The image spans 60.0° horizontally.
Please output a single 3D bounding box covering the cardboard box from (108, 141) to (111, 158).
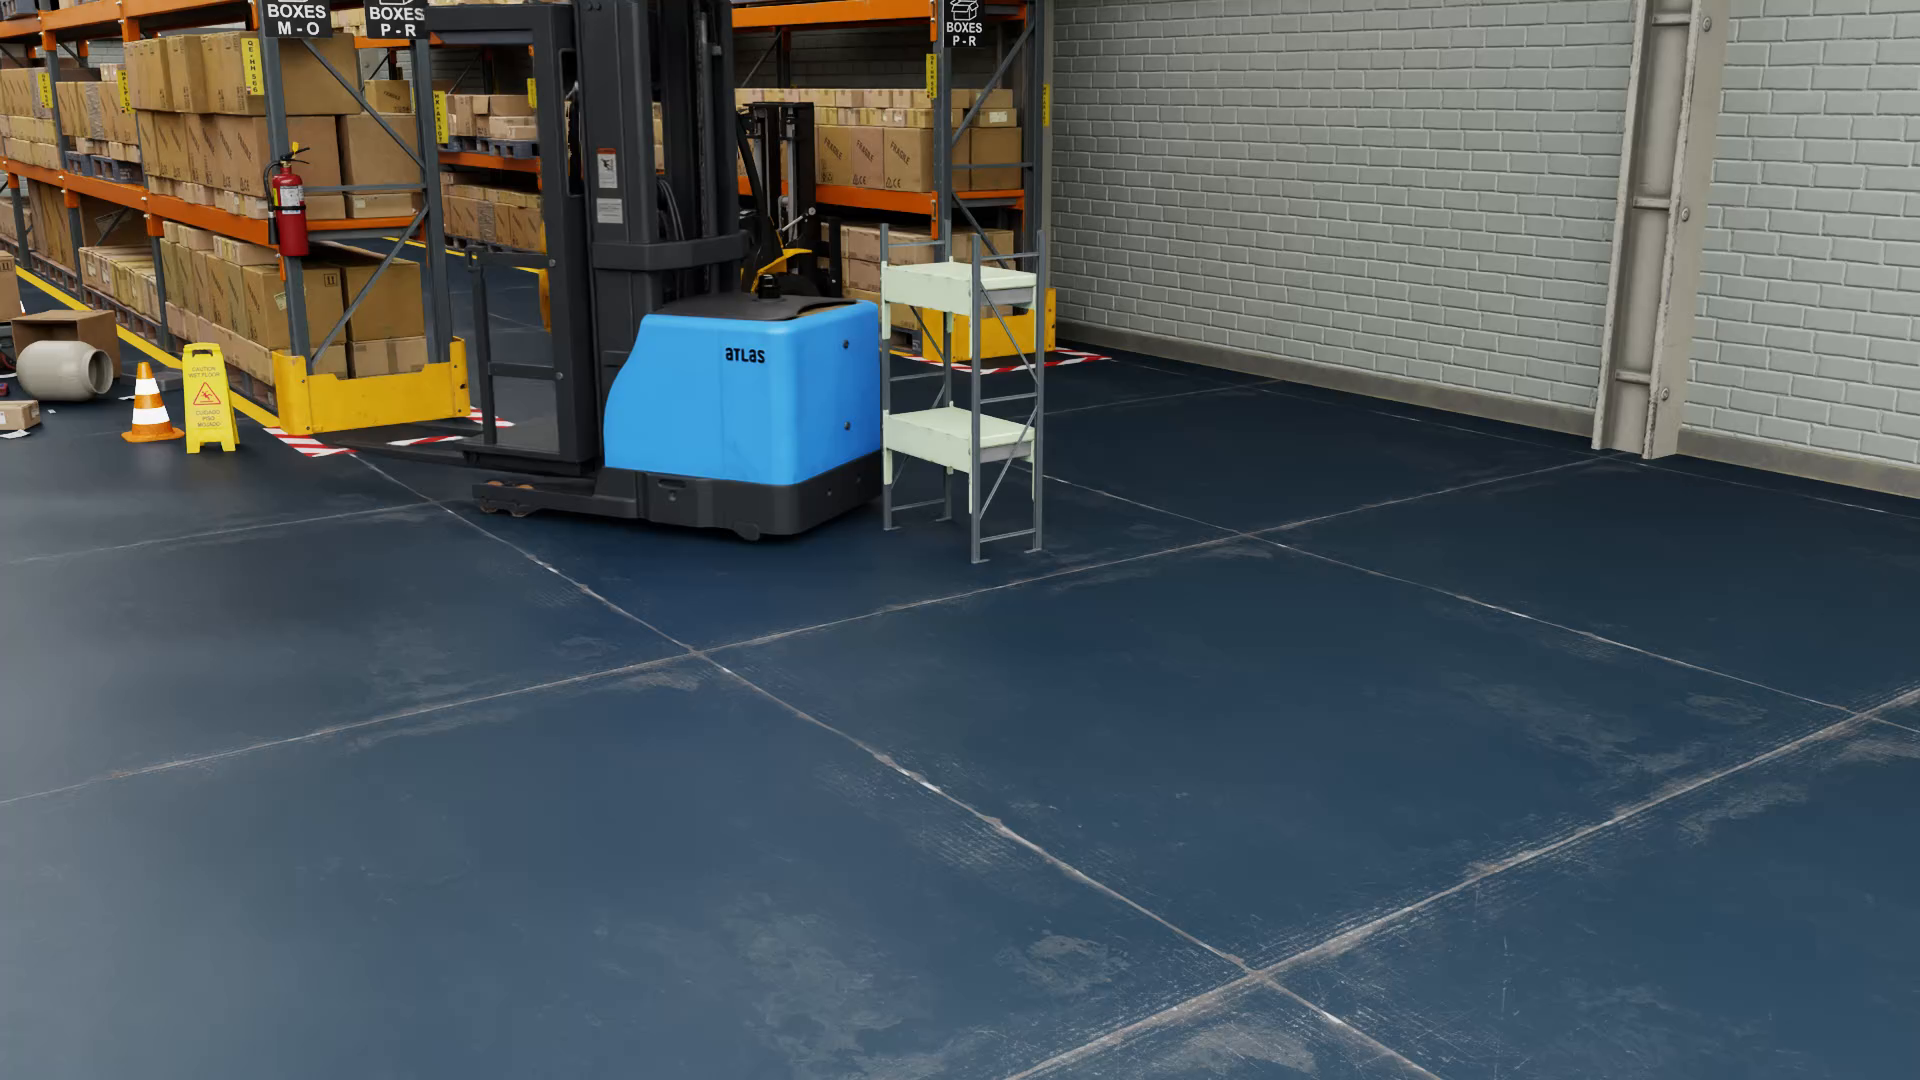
[{"bbox_3d":[-7.247,-3.433,14.616,0.380,0.149,0.250,-11,19,-35],"label":"cardboard box"}]

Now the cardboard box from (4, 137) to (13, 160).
[{"bbox_3d":[-10.792,-4.565,19.357,0.500,0.250,0.500,-11,19,-36],"label":"cardboard box"}]

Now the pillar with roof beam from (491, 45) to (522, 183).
[{"bbox_3d":[-9.986,-8.058,20.470,9.100,9.000,0.400,-11,19,-35],"label":"pillar with roof beam"}]

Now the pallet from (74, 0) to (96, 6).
[{"bbox_3d":[-7.022,-4.790,14.567,1.213,0.211,1.003,-11,19,-35],"label":"pallet"}]

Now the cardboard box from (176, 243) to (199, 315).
[{"bbox_3d":[-5.680,-2.022,12.773,0.500,0.500,0.500,-10,18,-32],"label":"cardboard box"}]

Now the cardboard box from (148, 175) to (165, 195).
[{"bbox_3d":[-6.207,-2.826,13.195,0.380,0.149,0.250,-11,19,-35],"label":"cardboard box"}]

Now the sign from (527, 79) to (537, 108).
[{"bbox_3d":[-4.905,-5.123,19.070,0.100,0.325,0.005,-11,19,-35],"label":"sign"}]

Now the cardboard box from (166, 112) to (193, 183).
[{"bbox_3d":[-5.501,-2.906,12.258,0.500,0.500,0.500,-11,19,-35],"label":"cardboard box"}]

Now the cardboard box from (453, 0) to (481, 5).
[{"bbox_3d":[-6.045,-6.670,20.574,0.380,0.149,0.250,-10,18,-33],"label":"cardboard box"}]

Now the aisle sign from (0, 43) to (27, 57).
[{"bbox_3d":[-12.980,-6.944,22.840,0.394,0.787,0.004,-11,19,-35],"label":"aisle sign"}]

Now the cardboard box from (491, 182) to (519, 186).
[{"bbox_3d":[-6.066,-4.714,22.327,0.380,0.149,0.250,-11,19,-34],"label":"cardboard box"}]

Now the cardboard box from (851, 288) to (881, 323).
[{"bbox_3d":[-0.585,-2.016,14.175,0.500,0.250,0.500,-11,19,-35],"label":"cardboard box"}]

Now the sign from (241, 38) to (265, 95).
[{"bbox_3d":[-4.242,-2.839,9.975,0.100,0.325,0.005,-11,19,-35],"label":"sign"}]

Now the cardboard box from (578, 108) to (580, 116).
[{"bbox_3d":[-4.029,-4.775,18.423,0.380,0.149,0.250,-11,19,-34],"label":"cardboard box"}]

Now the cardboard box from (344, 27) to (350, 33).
[{"bbox_3d":[-8.801,-7.441,24.374,0.380,0.149,0.250,-10,18,-33],"label":"cardboard box"}]

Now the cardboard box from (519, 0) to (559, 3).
[{"bbox_3d":[-4.875,-6.295,19.239,0.380,0.149,0.250,-10,18,-33],"label":"cardboard box"}]

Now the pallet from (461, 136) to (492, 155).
[{"bbox_3d":[-5.619,-5.011,21.068,1.003,0.211,1.213,-11,19,-35],"label":"pallet"}]

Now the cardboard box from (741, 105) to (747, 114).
[{"bbox_3d":[-1.816,-3.981,15.522,0.380,0.149,0.250,-11,19,-35],"label":"cardboard box"}]

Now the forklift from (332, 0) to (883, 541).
[{"bbox_3d":[-1.955,-1.648,8.546,3.031,2.935,1.130,7,17,24],"label":"forklift"}]

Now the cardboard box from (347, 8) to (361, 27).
[{"bbox_3d":[-8.530,-7.562,24.061,0.500,0.250,0.500,-12,19,-36],"label":"cardboard box"}]

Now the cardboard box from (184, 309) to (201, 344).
[{"bbox_3d":[-5.681,-1.660,12.873,0.500,0.250,0.500,-10,18,-31],"label":"cardboard box"}]

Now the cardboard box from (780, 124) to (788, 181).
[{"bbox_3d":[-1.452,-3.532,15.108,0.500,0.500,0.500,-11,19,-35],"label":"cardboard box"}]

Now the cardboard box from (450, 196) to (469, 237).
[{"bbox_3d":[-6.400,-4.290,22.008,0.500,0.500,0.500,-11,19,-35],"label":"cardboard box"}]

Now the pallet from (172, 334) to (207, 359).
[{"bbox_3d":[-5.709,-1.581,13.453,1.003,0.211,1.213,-11,19,-35],"label":"pallet"}]

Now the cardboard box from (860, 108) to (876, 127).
[{"bbox_3d":[-0.613,-3.542,13.919,0.380,0.149,0.250,-11,19,-35],"label":"cardboard box"}]

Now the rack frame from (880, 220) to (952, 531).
[{"bbox_3d":[-0.211,-0.800,8.158,0.400,1.500,0.023,-11,19,-35],"label":"rack frame"}]

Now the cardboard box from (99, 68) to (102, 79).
[{"bbox_3d":[-8.577,-4.592,17.088,0.500,0.500,0.500,-12,19,-36],"label":"cardboard box"}]

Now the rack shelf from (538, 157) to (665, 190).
[{"bbox_3d":[-3.296,-3.915,18.062,1.077,0.370,4.000,-11,19,-35],"label":"rack shelf"}]

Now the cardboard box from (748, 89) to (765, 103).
[{"bbox_3d":[-1.720,-4.060,15.246,0.380,0.149,0.250,-10,18,-33],"label":"cardboard box"}]

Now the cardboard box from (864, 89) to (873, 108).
[{"bbox_3d":[-0.581,-3.694,13.908,0.380,0.149,0.250,-11,19,-34],"label":"cardboard box"}]

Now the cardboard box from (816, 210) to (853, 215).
[{"bbox_3d":[-1.364,-3.013,15.922,0.500,0.250,0.500,-11,19,-35],"label":"cardboard box"}]

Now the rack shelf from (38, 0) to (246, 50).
[{"bbox_3d":[-7.309,-4.591,14.849,1.077,0.370,4.000,-11,19,-35],"label":"rack shelf"}]

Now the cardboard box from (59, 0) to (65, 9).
[{"bbox_3d":[-8.437,-5.150,16.005,0.380,0.149,0.250,-11,19,-35],"label":"cardboard box"}]

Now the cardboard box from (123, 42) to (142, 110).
[{"bbox_3d":[-6.050,-3.610,12.938,0.700,0.500,0.500,-11,19,-35],"label":"cardboard box"}]

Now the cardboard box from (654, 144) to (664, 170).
[{"bbox_3d":[-2.928,-3.936,17.061,0.500,0.250,0.500,-11,19,-35],"label":"cardboard box"}]

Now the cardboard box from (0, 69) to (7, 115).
[{"bbox_3d":[-10.811,-5.164,19.179,0.500,0.500,0.500,-11,19,-34],"label":"cardboard box"}]

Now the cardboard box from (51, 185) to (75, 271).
[{"bbox_3d":[-9.345,-3.447,18.219,0.875,0.875,0.875,-11,19,-34],"label":"cardboard box"}]

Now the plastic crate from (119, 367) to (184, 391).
[{"bbox_3d":[-5.873,-1.193,12.285,0.583,0.080,0.402,10,18,33],"label":"plastic crate"}]

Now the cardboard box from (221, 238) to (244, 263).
[{"bbox_3d":[-4.878,-2.014,11.515,0.380,0.149,0.250,-10,18,-34],"label":"cardboard box"}]

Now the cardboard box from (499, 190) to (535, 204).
[{"bbox_3d":[-5.538,-4.299,20.810,0.380,0.149,0.250,-11,19,-35],"label":"cardboard box"}]

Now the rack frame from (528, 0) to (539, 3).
[{"bbox_3d":[-4.472,-7.583,18.736,1.000,3.000,0.127,-11,19,-35],"label":"rack frame"}]

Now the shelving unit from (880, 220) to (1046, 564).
[{"bbox_3d":[0.004,-0.722,7.873,0.431,1.500,0.755,-11,19,-35],"label":"shelving unit"}]

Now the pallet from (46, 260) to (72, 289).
[{"bbox_3d":[-9.601,-3.014,18.687,1.003,0.211,1.213,-11,19,-35],"label":"pallet"}]

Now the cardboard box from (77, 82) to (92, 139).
[{"bbox_3d":[-7.778,-3.958,15.307,0.500,0.500,0.500,-10,18,-34],"label":"cardboard box"}]

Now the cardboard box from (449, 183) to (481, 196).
[{"bbox_3d":[-6.603,-4.688,22.234,0.380,0.149,0.250,-11,19,-36],"label":"cardboard box"}]

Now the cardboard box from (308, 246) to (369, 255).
[{"bbox_3d":[-4.645,-1.887,12.283,0.500,0.500,0.500,-10,18,-33],"label":"cardboard box"}]

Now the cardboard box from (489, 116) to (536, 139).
[{"bbox_3d":[-5.354,-4.995,20.132,0.500,0.250,0.500,-12,19,-37],"label":"cardboard box"}]

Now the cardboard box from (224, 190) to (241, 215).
[{"bbox_3d":[-4.722,-2.281,11.203,0.380,0.149,0.250,-10,18,-34],"label":"cardboard box"}]

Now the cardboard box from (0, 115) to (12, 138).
[{"bbox_3d":[-10.806,-4.803,19.281,0.500,0.250,0.500,-12,19,-36],"label":"cardboard box"}]

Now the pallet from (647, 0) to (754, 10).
[{"bbox_3d":[-2.649,-5.376,16.717,0.805,0.209,1.217,-12,19,-37],"label":"pallet"}]
